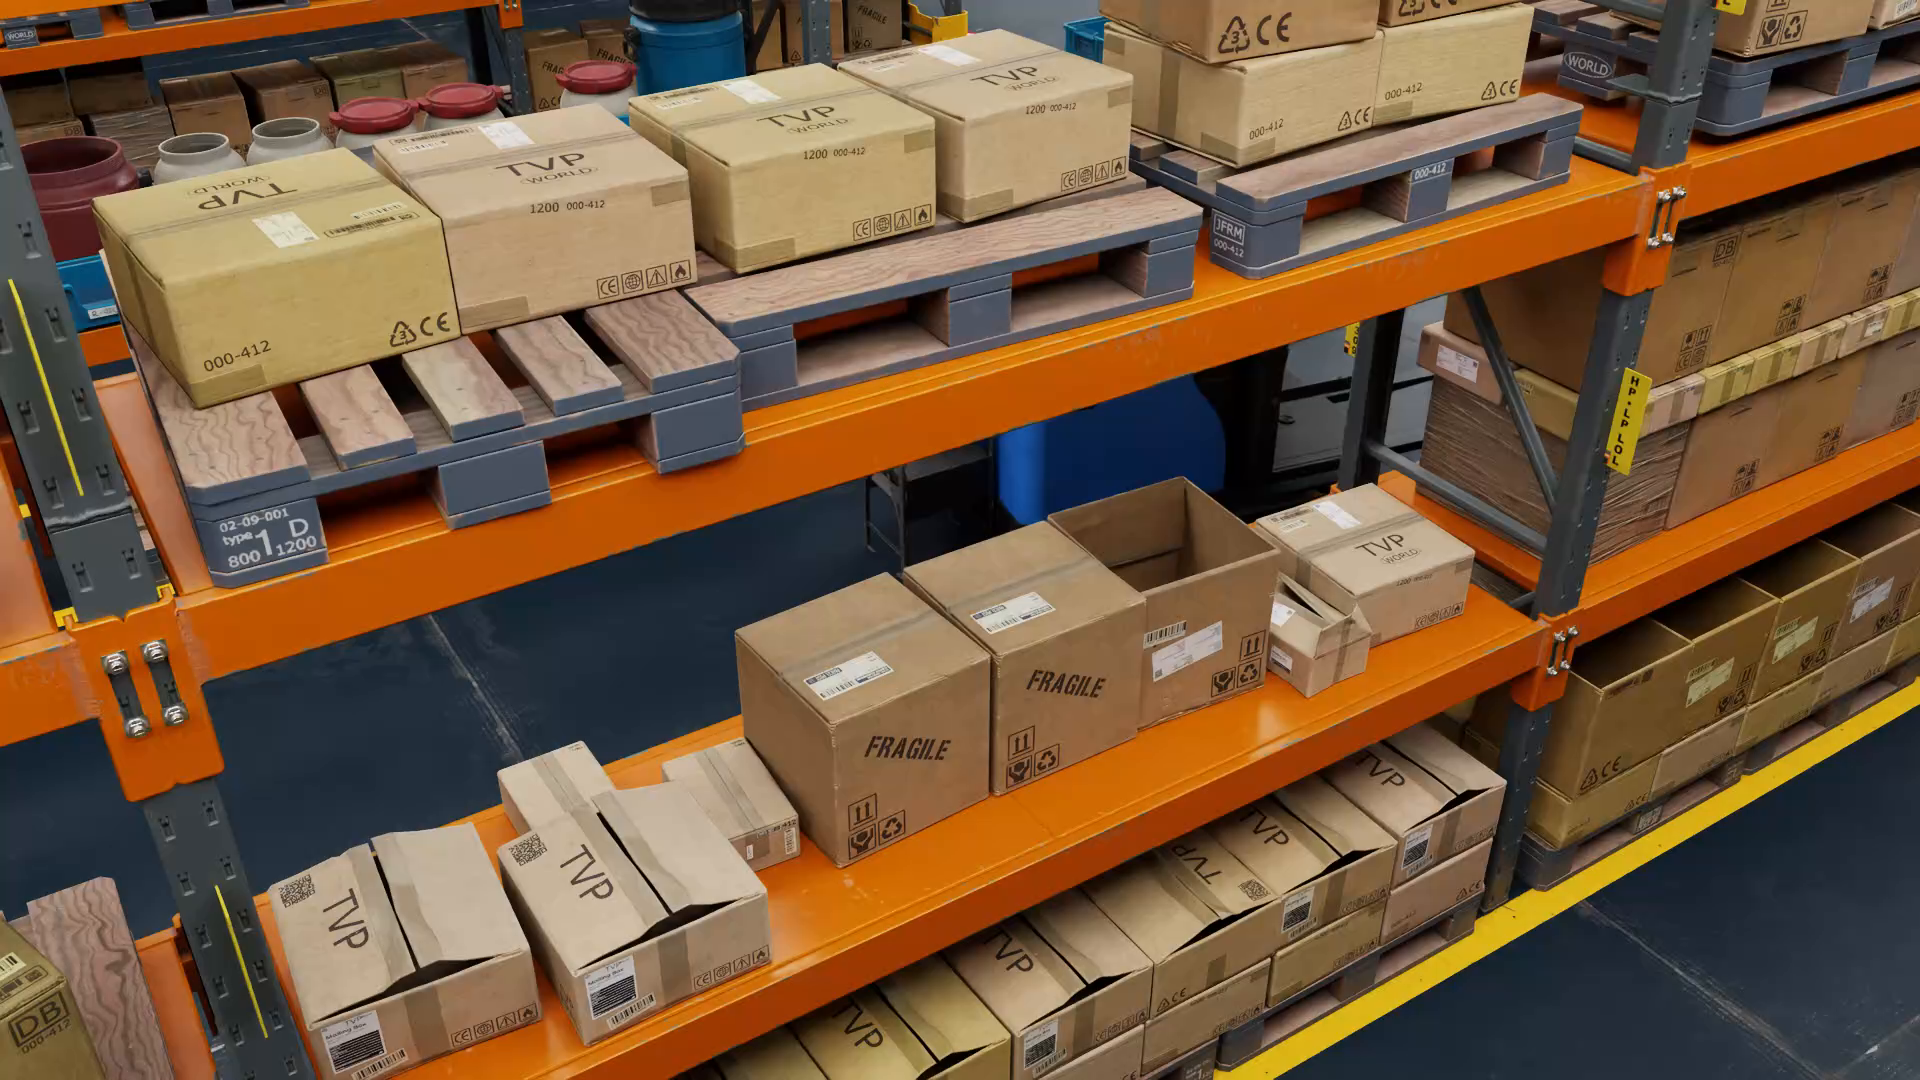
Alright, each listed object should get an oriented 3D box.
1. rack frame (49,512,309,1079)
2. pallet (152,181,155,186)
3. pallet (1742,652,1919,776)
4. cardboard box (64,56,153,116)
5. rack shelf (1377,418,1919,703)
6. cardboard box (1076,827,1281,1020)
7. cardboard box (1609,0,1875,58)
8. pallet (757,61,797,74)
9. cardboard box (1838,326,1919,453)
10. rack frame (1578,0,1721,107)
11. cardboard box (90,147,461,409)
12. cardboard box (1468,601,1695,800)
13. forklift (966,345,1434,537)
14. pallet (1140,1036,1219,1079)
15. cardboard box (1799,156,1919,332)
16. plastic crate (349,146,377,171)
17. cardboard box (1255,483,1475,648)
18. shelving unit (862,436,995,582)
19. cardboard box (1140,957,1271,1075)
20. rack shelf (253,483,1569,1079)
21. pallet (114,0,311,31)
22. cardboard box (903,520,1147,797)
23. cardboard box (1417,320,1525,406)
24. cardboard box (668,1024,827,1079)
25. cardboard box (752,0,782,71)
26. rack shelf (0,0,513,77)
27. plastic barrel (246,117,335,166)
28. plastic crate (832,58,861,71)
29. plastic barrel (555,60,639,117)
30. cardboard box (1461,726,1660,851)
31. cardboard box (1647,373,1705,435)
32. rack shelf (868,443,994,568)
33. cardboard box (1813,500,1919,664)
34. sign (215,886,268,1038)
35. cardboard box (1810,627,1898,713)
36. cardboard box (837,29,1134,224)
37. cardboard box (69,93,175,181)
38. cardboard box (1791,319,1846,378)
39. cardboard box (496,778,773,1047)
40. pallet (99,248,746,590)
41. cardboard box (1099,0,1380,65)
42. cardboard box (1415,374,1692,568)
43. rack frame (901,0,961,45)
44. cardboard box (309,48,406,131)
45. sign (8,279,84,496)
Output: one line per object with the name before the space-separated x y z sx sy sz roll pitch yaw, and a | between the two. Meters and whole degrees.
rack frame | -1.666 1.018 3.825 0.127 3.000 1.000 -19 37 -27
pallet | -6.372 -2.472 11.970 1.213 0.211 1.003 -19 37 -27
pallet | 3.414 0.475 7.300 1.213 0.211 1.003 -19 37 -27
cardboard box | -6.043 -3.237 11.798 0.500 0.250 0.500 -15 35 -22
rack shelf | 3.377 -0.413 6.767 4.000 0.370 1.077 -19 37 -27
cardboard box | 0.657 1.151 5.271 0.500 0.311 0.500 -19 37 -27
cardboard box | 2.263 -1.714 4.726 0.500 0.500 0.500 -16 36 -23
pallet | -2.096 -3.968 14.342 1.213 0.211 1.003 -19 37 -27
cardboard box | 3.359 -0.759 6.549 0.500 0.500 0.700 -18 36 -26
rack frame | 1.696 -2.676 4.058 0.127 3.000 1.000 -19 37 -27
cardboard box | -1.315 -0.522 3.201 0.500 0.250 0.500 -22 38 -31
cardboard box | 2.256 0.536 6.070 0.500 0.500 0.500 -19 37 -27
forklift | 1.504 -1.571 7.994 3.031 2.935 1.130 -12 34 -19
pallet | 0.072 1.626 5.475 1.213 0.211 1.003 -19 37 -27
cardboard box | 2.911 -1.152 5.955 0.500 0.500 0.700 -19 37 -27
plastic crate | -2.822 -1.562 7.854 0.583 0.464 0.402 -19 37 -27
cardboard box | 1.306 0.087 5.442 0.500 0.250 0.500 -17 36 -24
shelving unit | -0.154 -0.839 7.612 0.503 2.100 0.431 -18 36 -26
cardboard box | 0.649 1.390 5.419 0.500 0.250 0.500 -18 36 -26
rack shelf | 0.015 0.744 4.934 4.000 0.370 1.077 -19 37 -27
pallet | -5.388 -3.935 11.857 1.213 0.211 1.003 -19 37 -27
cardboard box | 0.178 0.331 4.821 0.500 0.500 0.500 -19 37 -27
cardboard box | 1.809 -0.630 5.736 0.250 0.149 0.380 -19 37 -27
cardboard box | -0.629 1.590 4.575 0.500 0.311 0.500 -20 37 -28
cardboard box | -1.860 -4.325 14.244 0.500 0.500 0.500 -15 35 -23
rack shelf | -5.349 -3.700 11.978 4.000 0.370 1.077 -19 37 -27
plastic barrel | -3.243 -1.767 8.135 0.421 0.512 0.421 0 32 0
plastic crate | -0.475 -2.429 9.347 0.504 0.338 0.767 -19 37 -27
plastic barrel | -1.907 -2.240 8.863 0.433 0.535 0.433 0 32 0
cardboard box | 2.250 0.848 6.277 0.500 0.250 0.500 -19 37 -27
cardboard box | 2.238 -0.519 5.559 0.250 0.149 0.380 -18 37 -27
rack shelf | -0.154 -0.236 7.993 0.480 0.518 0.431 -18 36 -26
cardboard box | 3.515 0.101 6.759 0.500 0.500 0.500 -19 37 -27
sign | -1.364 0.802 3.156 0.005 0.325 0.100 -19 37 -27
cardboard box | 3.514 0.417 6.961 0.500 0.250 0.500 -19 37 -27
cardboard box | 0.056 -0.996 3.954 0.500 0.250 0.500 -22 39 -31
cardboard box | -6.018 -2.923 12.003 0.500 0.500 0.700 -22 39 -31
cardboard box | 2.885 -0.742 5.913 0.250 0.149 0.380 -20 38 -29
cardboard box | -0.809 0.884 4.121 0.500 0.311 0.500 -19 37 -28
pallet | -1.144 -0.408 3.450 1.003 0.211 1.213 -17 36 -25
cardboard box | 0.691 -1.503 4.054 0.500 0.500 0.500 -15 35 -23
cardboard box | 2.066 -0.312 5.840 0.500 0.500 0.700 -20 37 -28
rack frame | -0.306 -5.738 14.535 0.127 3.000 1.000 -19 37 -27
cardboard box | -4.607 -3.414 12.781 0.500 0.500 0.700 -19 37 -28
sign | -1.373 -0.226 2.501 0.005 0.325 0.100 -19 37 -27
